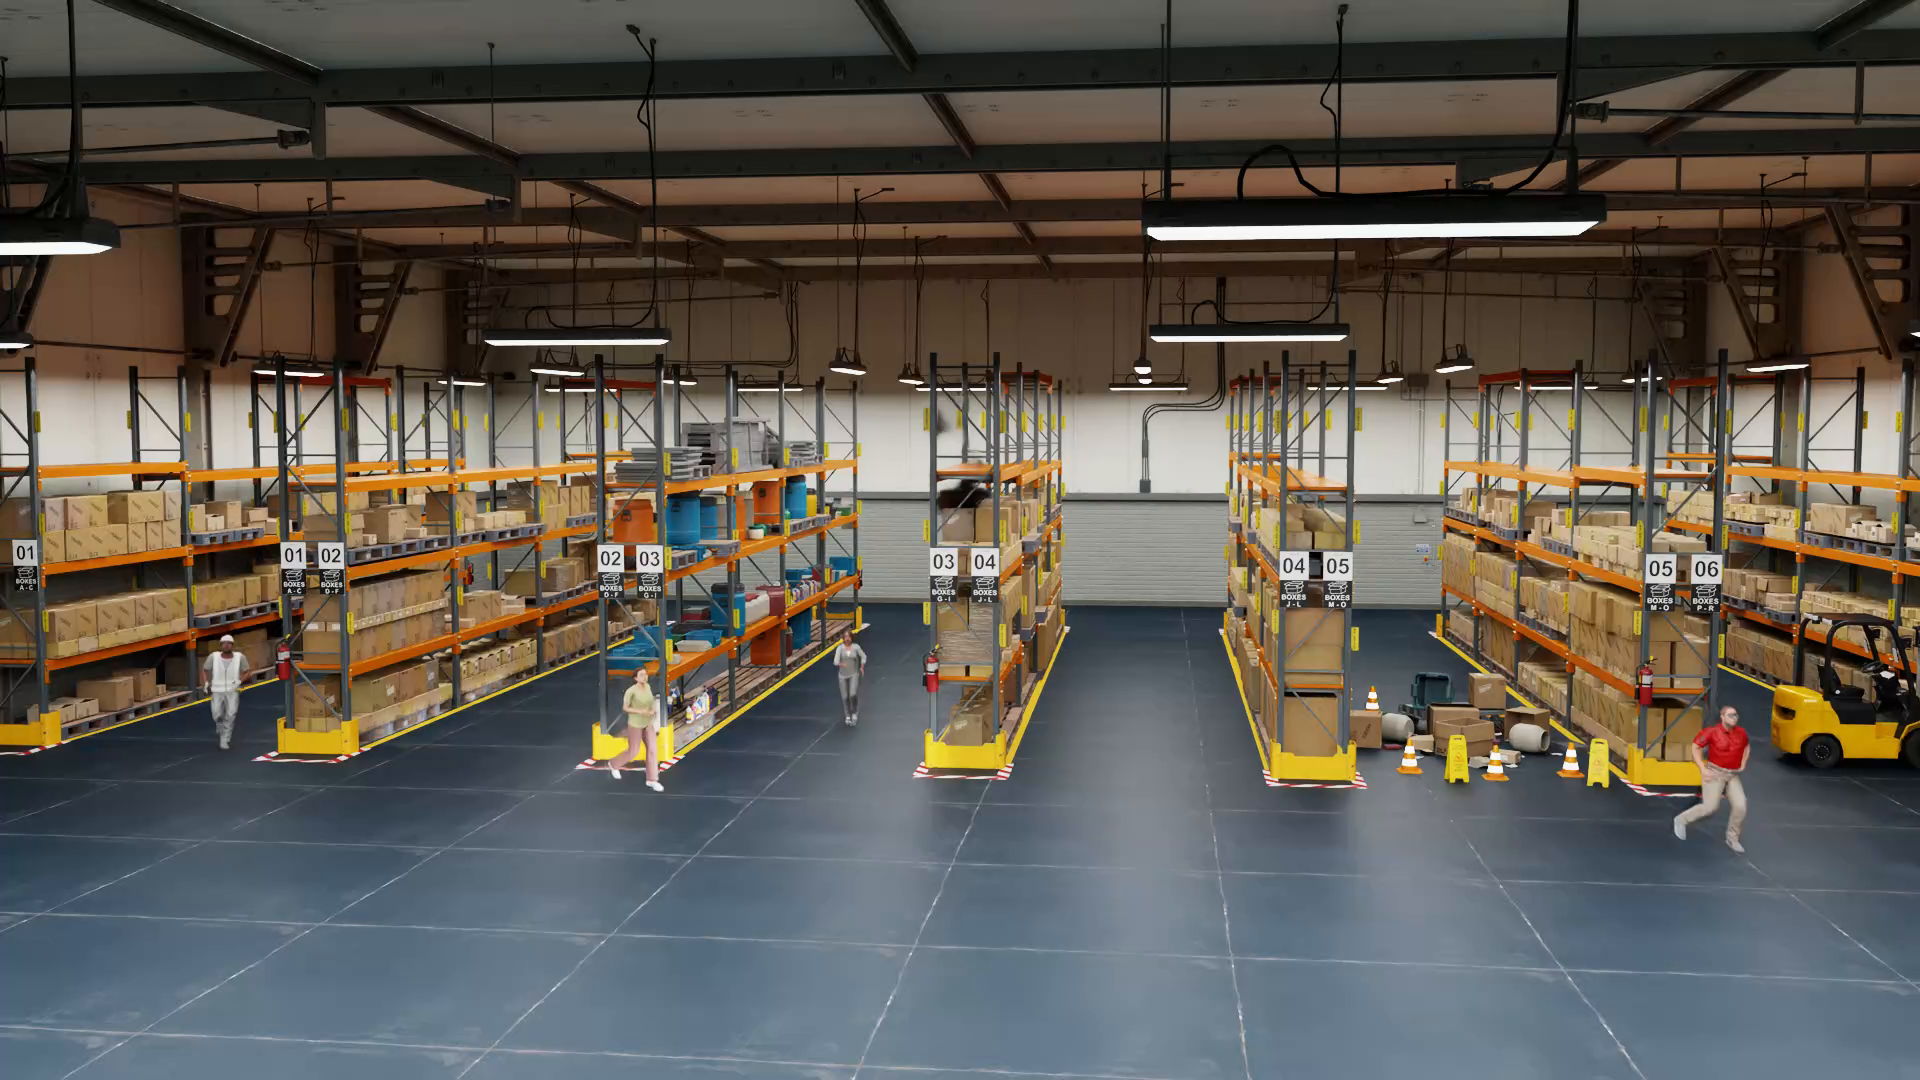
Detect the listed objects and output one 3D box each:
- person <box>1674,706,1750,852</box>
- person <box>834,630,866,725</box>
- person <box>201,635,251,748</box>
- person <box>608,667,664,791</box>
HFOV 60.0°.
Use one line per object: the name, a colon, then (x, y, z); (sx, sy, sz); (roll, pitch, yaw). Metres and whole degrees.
person: (8.934, 2.808, 19.604); (0.864, 1.732, 0.649); (-1, 4, -16)
person: (-1.821, 2.264, 27.362); (0.511, 1.570, 0.636); (0, 4, 4)
person: (-11.357, 2.328, 25.757); (0.700, 1.724, 0.599); (-2, 4, -25)
person: (-4.414, 2.560, 22.800); (0.953, 1.675, 0.586); (3, 5, 40)
